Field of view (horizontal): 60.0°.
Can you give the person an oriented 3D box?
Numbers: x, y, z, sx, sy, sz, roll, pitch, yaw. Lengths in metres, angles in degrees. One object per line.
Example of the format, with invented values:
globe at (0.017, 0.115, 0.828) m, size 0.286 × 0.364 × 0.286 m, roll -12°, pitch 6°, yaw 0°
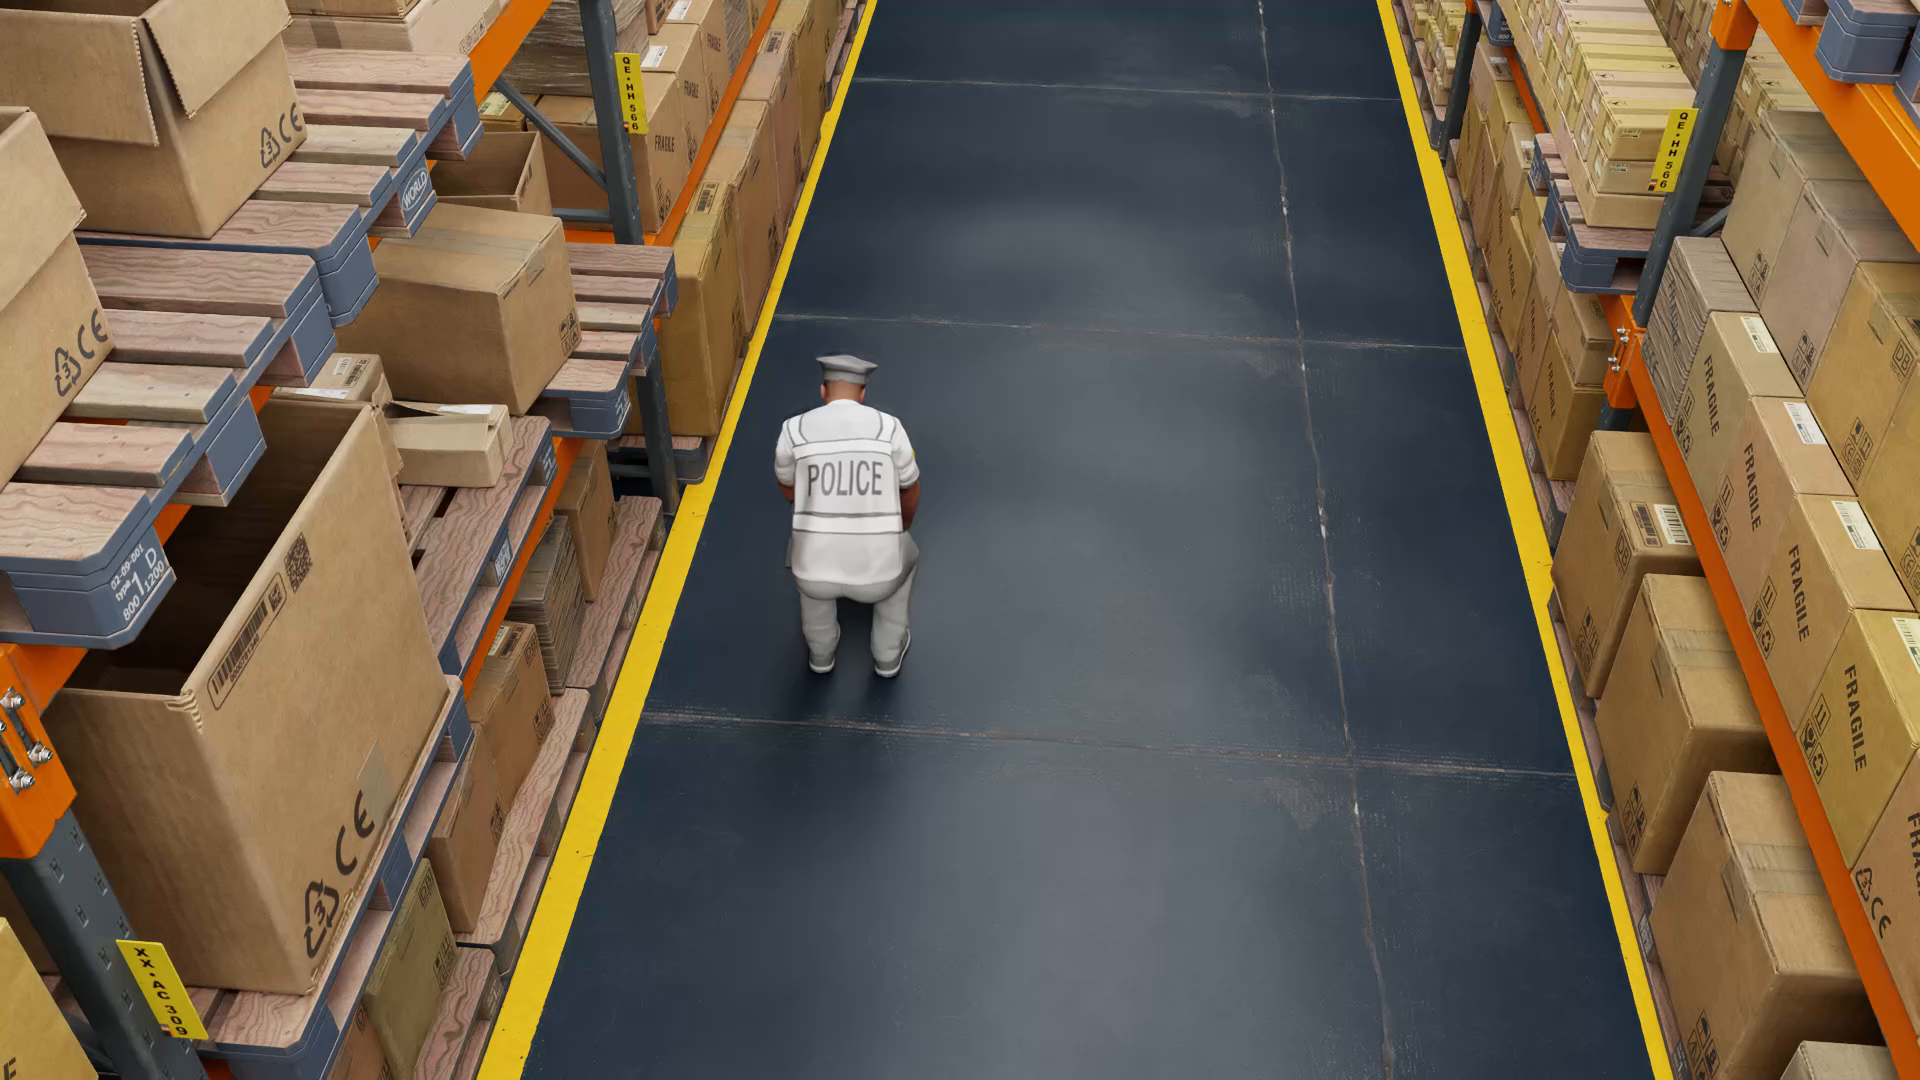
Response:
person at (-0.461, -0.066, 6.653) m, size 0.580 × 1.215 × 0.891 m, roll 3°, pitch 40°, yaw 4°
